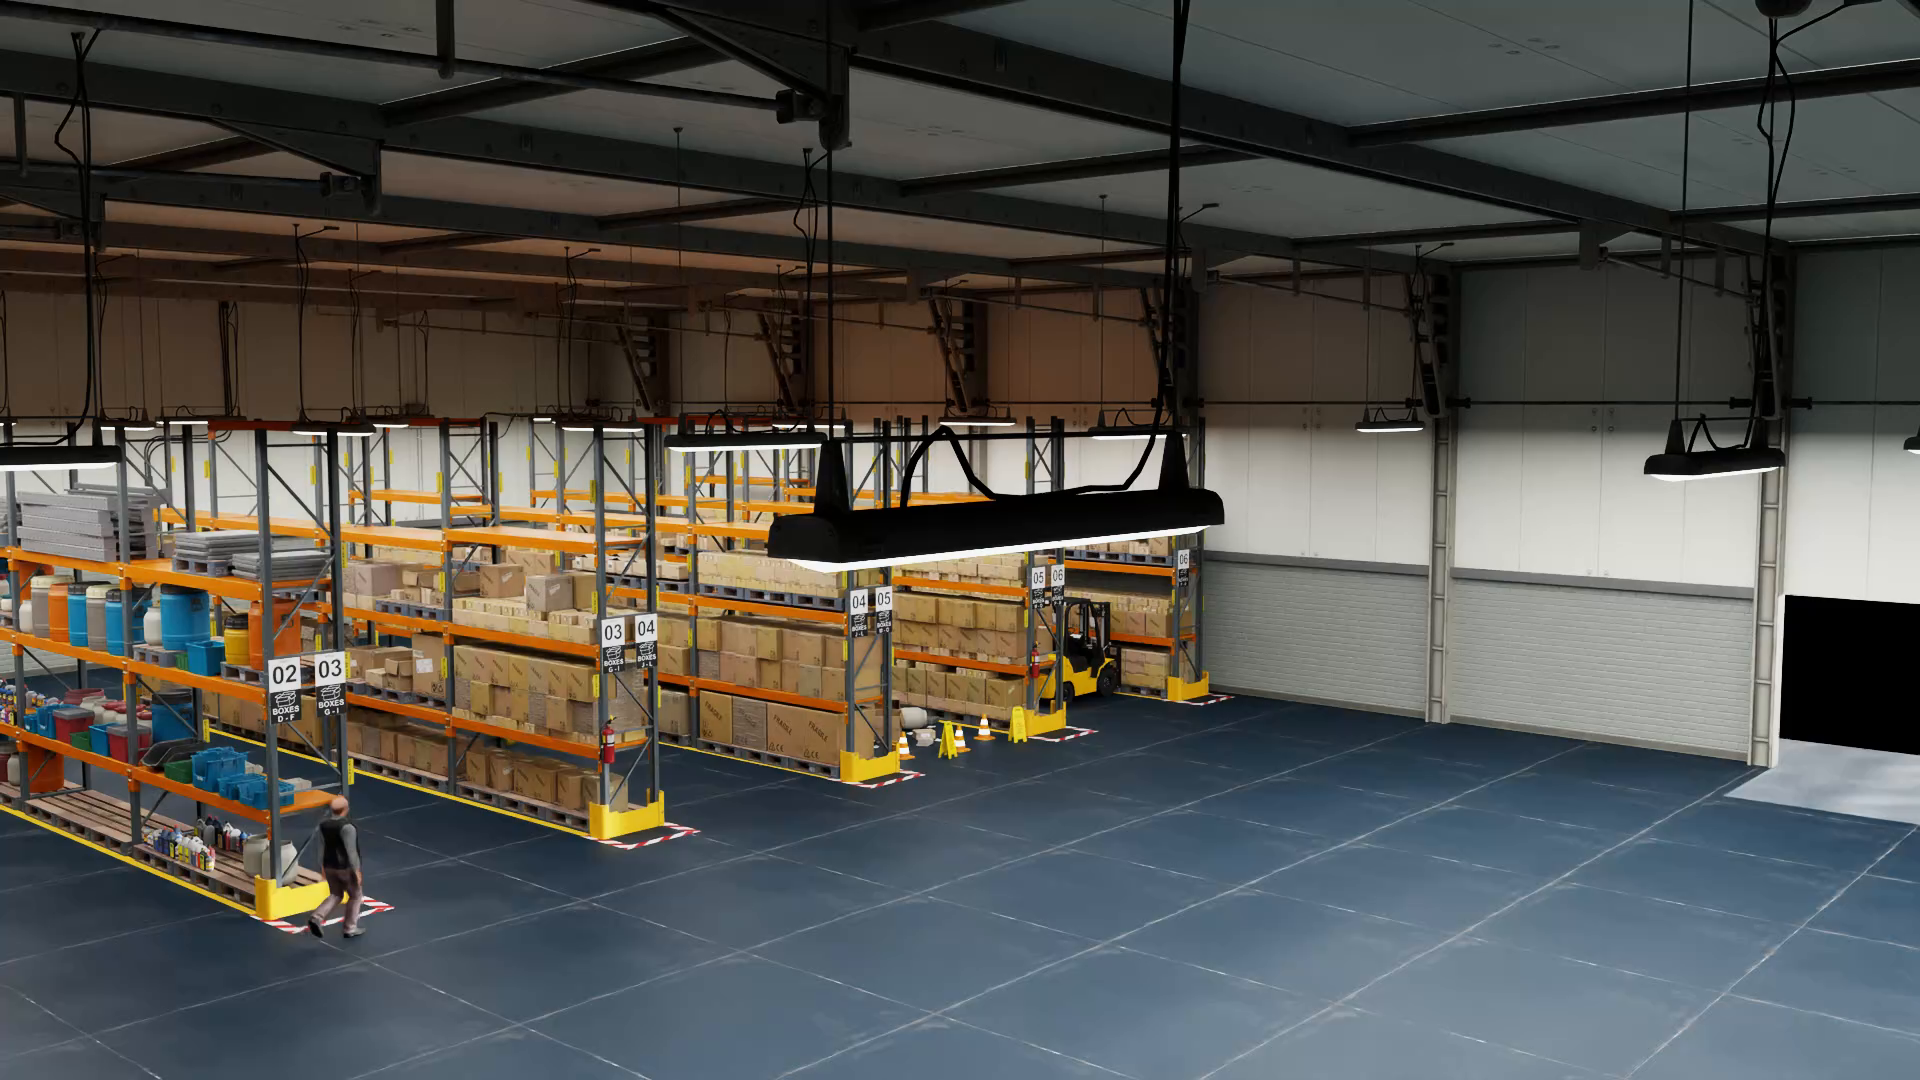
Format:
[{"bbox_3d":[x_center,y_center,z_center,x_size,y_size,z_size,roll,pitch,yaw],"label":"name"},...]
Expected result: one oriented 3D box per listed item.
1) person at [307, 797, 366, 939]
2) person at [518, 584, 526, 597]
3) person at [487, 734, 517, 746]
[{"bbox_3d":[-7.283,3.858,19.494,0.587,1.695,0.700,2,5,27],"label":"person"},{"bbox_3d":[-11.375,1.809,43.873,0.616,1.806,0.454,-2,5,-26],"label":"person"},{"bbox_3d":[-8.535,2.920,30.809,1.080,1.725,0.747,3,6,36],"label":"person"}]
